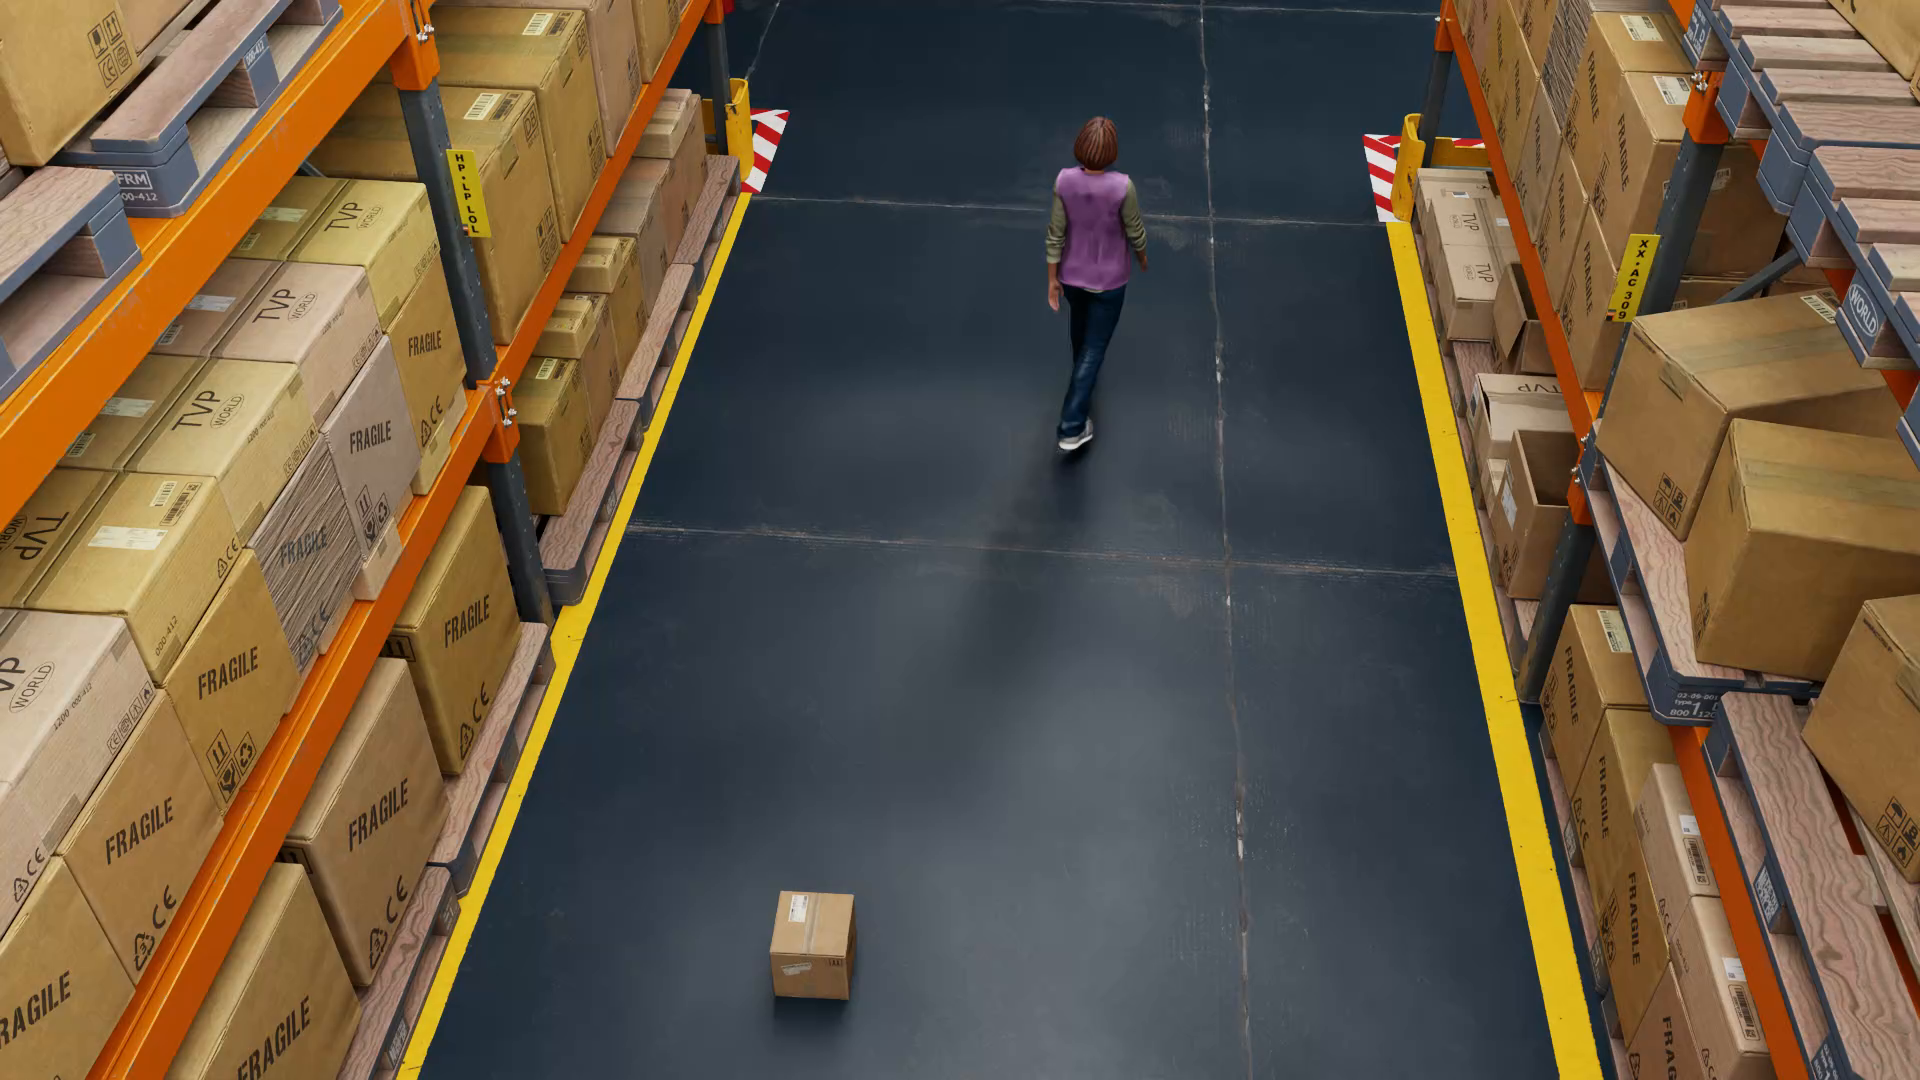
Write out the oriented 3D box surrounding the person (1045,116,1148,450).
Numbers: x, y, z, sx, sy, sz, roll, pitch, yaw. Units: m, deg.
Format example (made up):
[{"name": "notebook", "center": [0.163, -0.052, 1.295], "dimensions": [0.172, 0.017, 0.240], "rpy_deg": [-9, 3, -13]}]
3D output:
[{"name": "person", "center": [0.628, -1.240, 7.600], "dimensions": [0.427, 1.541, 0.925], "rpy_deg": [14, 43, 16]}]
